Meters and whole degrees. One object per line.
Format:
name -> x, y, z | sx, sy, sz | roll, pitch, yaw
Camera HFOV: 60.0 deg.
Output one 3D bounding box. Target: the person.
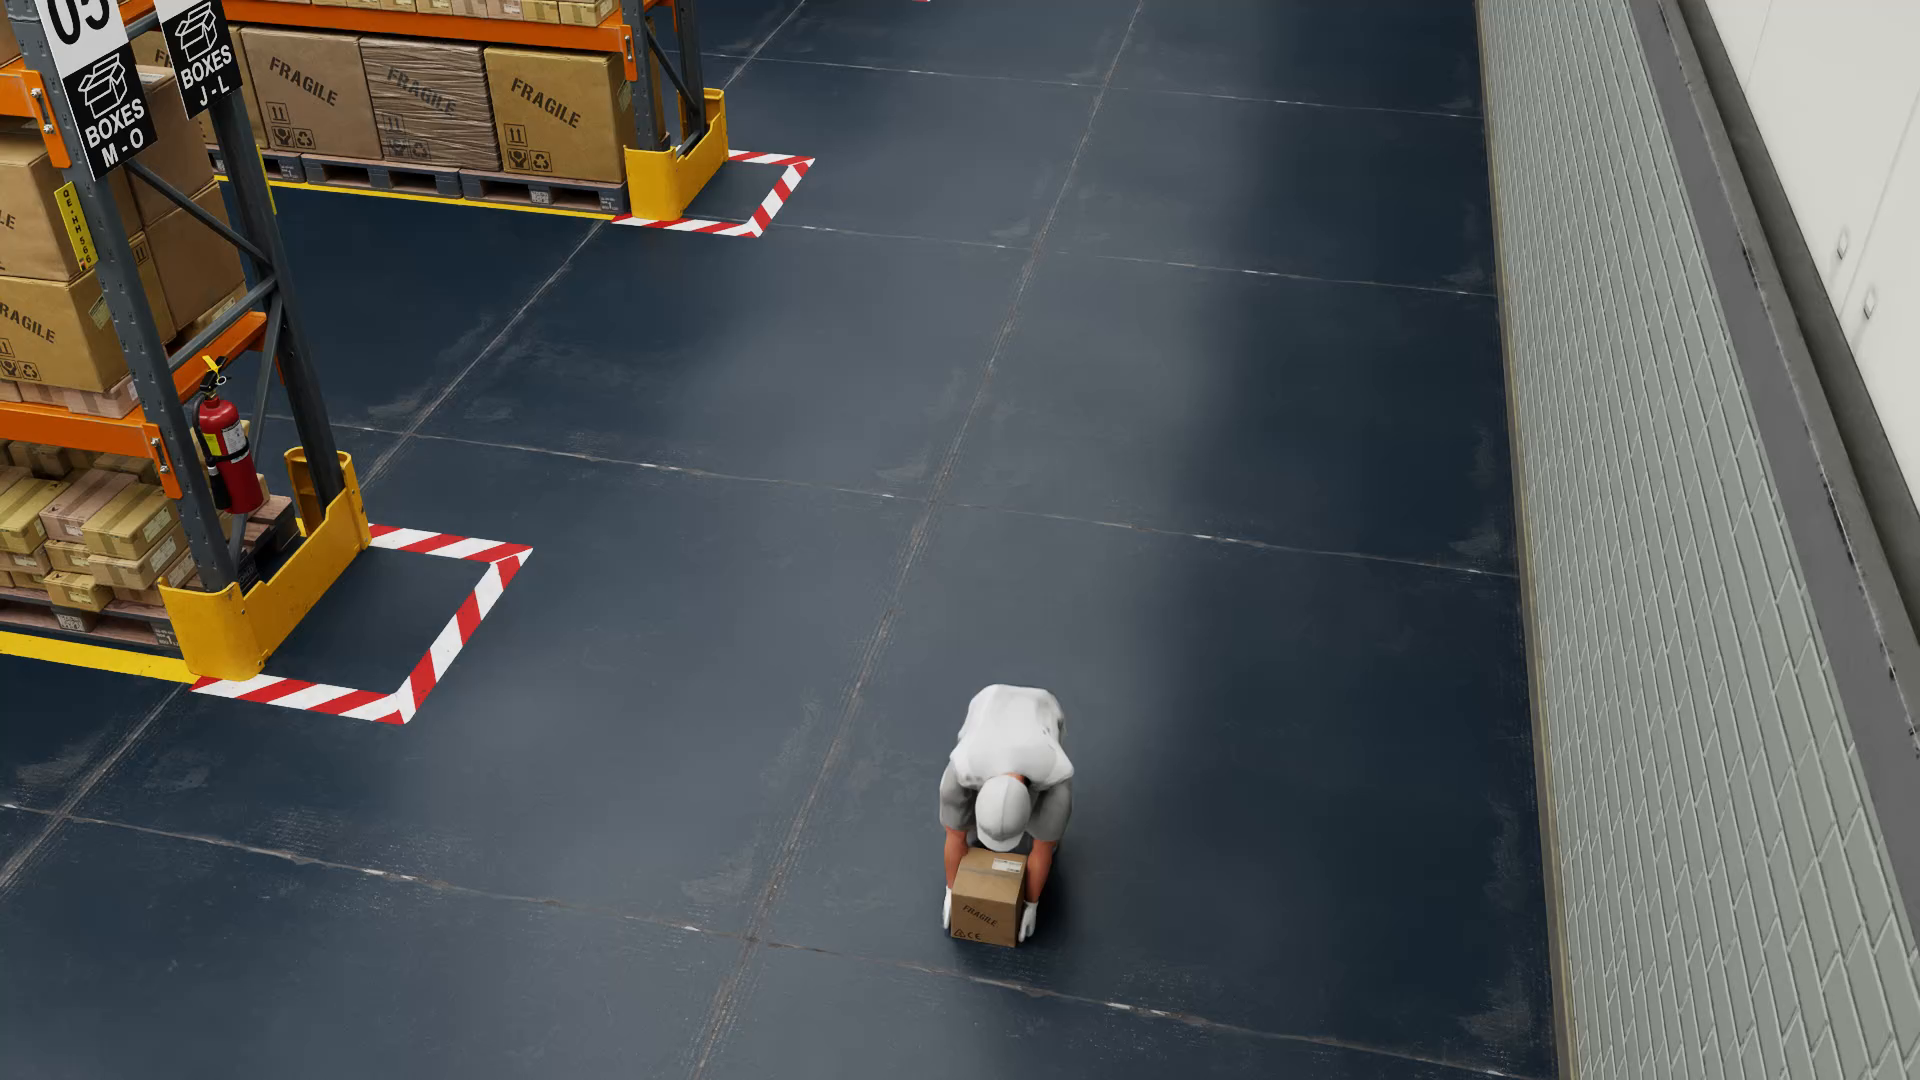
person -> 0.183, 1.012, 6.487 | 0.538, 0.856, 0.933 | 7, 37, 9
